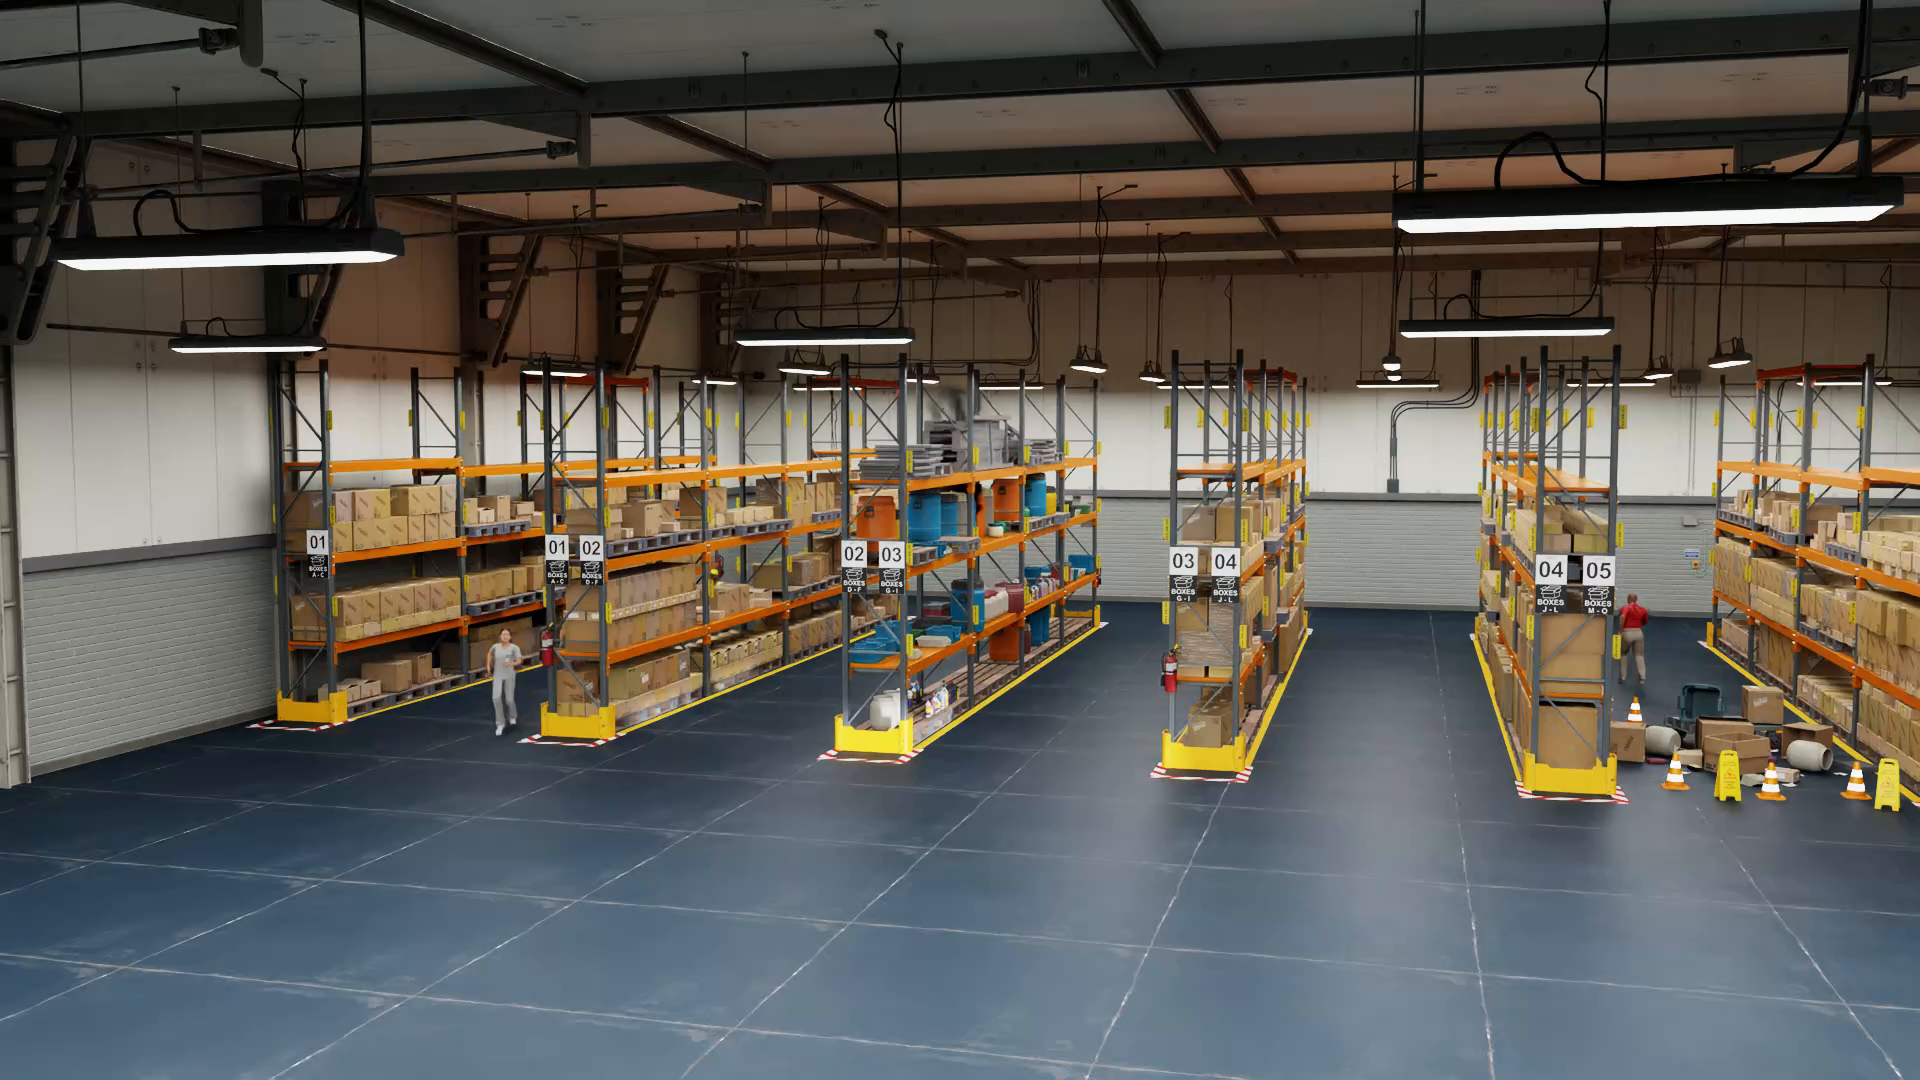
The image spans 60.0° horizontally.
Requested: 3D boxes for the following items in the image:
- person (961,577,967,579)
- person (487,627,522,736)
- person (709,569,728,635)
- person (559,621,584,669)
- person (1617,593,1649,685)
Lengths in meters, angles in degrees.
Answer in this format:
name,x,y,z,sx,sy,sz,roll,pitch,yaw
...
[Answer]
name,x,y,z,sx,sy,sz,roll,pitch,yaw
person,0.155,1.577,36.624,0.572,1.549,0.707,2,4,22
person,-7.344,2.256,26.797,0.570,1.702,0.825,-1,4,-7
person,-5.358,1.513,36.210,0.700,1.774,0.956,1,4,20
person,-6.914,2.018,29.838,0.592,1.681,0.967,0,4,2
person,12.641,1.880,31.255,0.641,1.768,0.915,0,4,3
